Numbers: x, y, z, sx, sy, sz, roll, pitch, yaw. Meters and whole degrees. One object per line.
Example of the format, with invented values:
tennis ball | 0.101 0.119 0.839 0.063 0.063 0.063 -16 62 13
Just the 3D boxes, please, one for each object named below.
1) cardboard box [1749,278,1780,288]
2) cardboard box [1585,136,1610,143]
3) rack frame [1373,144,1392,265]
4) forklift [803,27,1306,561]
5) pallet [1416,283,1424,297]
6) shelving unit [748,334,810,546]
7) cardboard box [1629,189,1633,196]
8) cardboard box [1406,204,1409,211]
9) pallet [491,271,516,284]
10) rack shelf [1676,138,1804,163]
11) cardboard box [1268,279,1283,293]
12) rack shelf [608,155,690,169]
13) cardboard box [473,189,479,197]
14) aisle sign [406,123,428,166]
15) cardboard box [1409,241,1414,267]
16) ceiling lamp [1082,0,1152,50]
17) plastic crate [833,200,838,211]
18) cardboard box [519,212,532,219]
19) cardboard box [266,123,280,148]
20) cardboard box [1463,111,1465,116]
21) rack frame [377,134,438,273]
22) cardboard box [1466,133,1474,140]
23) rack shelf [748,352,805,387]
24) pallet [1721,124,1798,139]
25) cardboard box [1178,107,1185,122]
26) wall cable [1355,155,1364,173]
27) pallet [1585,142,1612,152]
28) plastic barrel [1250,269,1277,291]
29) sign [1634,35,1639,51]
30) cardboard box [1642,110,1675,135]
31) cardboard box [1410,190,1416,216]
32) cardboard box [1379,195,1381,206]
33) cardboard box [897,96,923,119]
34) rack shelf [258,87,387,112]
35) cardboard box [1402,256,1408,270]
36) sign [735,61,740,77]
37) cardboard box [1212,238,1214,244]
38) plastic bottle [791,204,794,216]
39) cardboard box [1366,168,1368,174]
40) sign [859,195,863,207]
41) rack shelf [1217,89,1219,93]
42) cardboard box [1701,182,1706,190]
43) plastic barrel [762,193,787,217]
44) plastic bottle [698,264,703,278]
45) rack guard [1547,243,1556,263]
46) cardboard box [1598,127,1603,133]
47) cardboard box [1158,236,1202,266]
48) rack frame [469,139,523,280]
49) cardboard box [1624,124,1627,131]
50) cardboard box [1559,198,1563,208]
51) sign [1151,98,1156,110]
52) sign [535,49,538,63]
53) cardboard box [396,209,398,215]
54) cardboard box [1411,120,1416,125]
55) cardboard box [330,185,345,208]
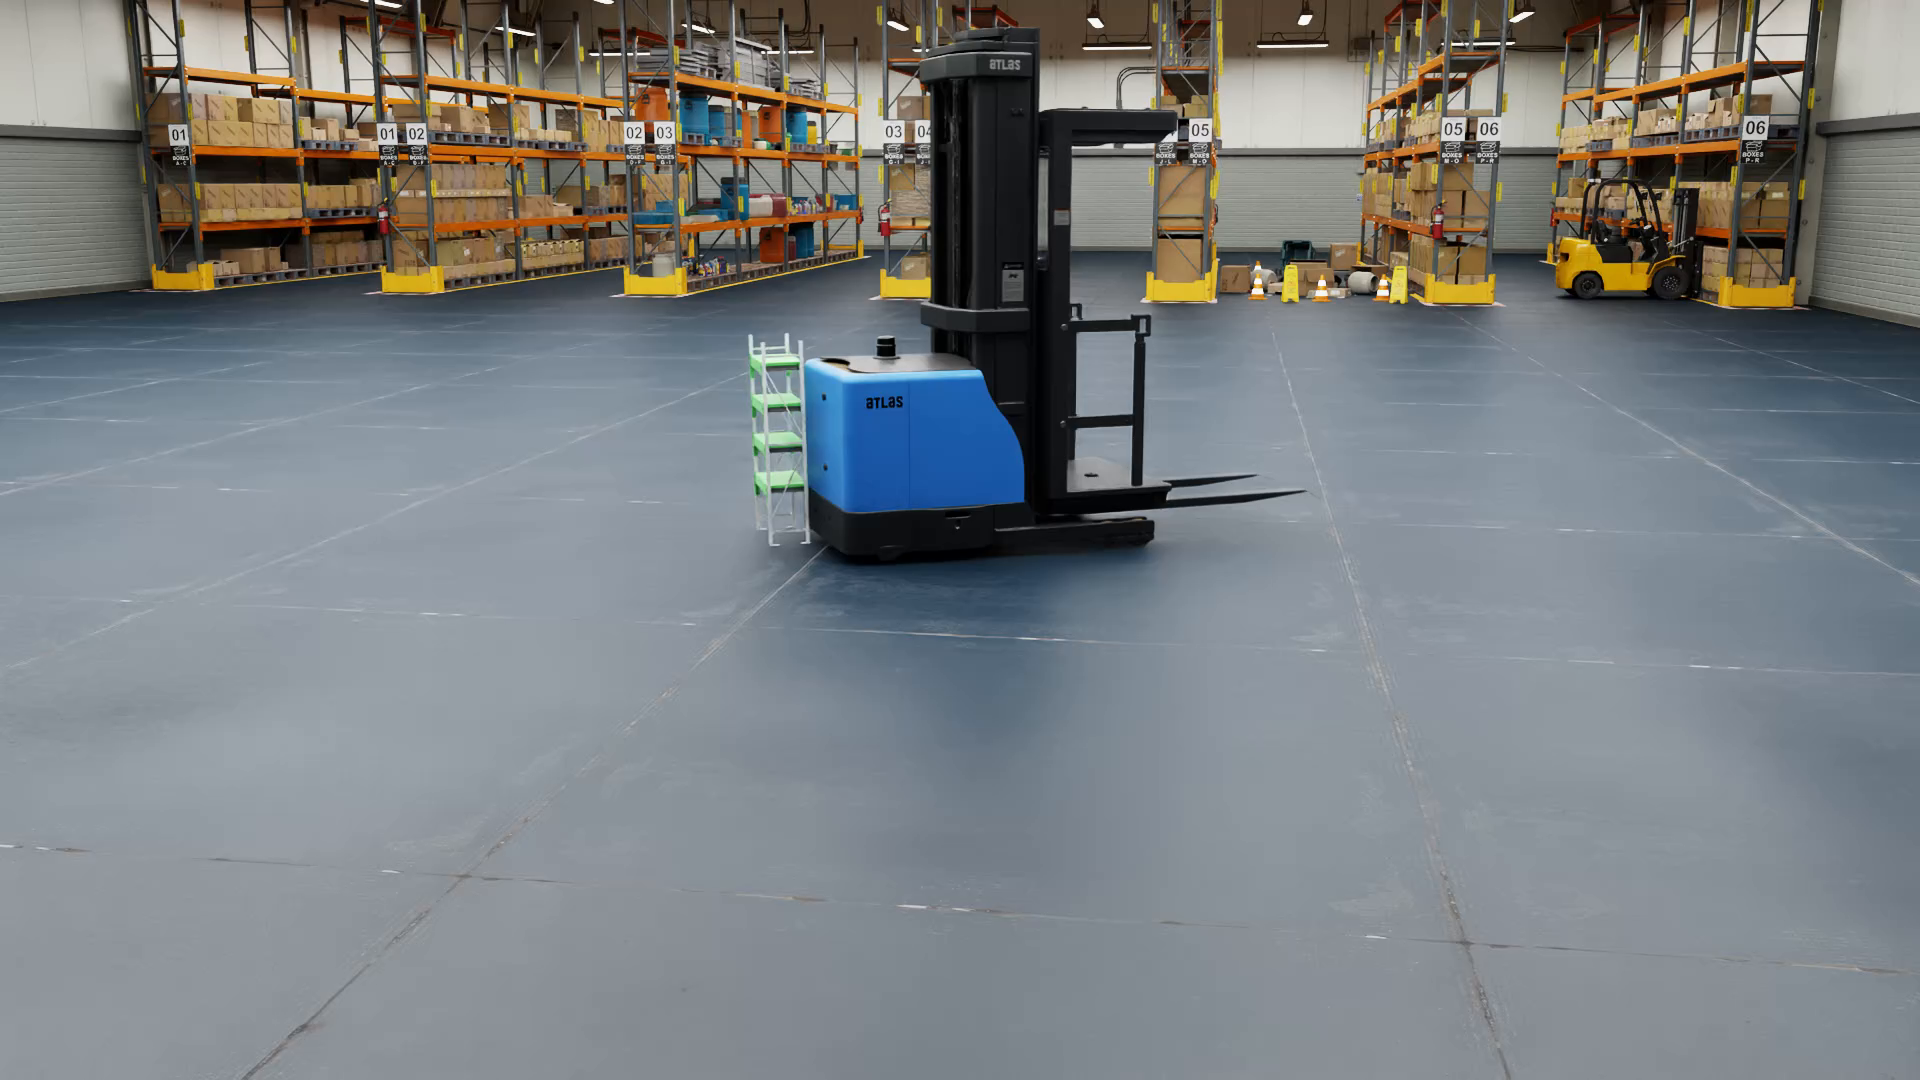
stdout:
cardboard box | 14.060 -4.486 29.221 0.500 0.250 0.500 2 12 9
cardboard box | 15.463 -9.674 40.293 0.500 0.250 0.500 2 12 9
rack frame | 10.731 -8.187 40.864 1.000 3.000 0.127 2 12 9
forklift | 0.624 -1.482 9.911 3.031 2.935 1.130 -4 13 -19
pallet | 9.247 -4.763 31.594 1.003 0.211 1.213 2 12 9
shelving unit | -1.083 -0.607 9.953 0.258 1.200 0.503 -4 13 -15
cardboard box | 14.681 -7.504 35.915 0.380 0.149 0.250 2 12 10
cardboard box | 9.370 -6.830 34.164 0.380 0.149 0.250 2 12 8
pallet | -10.243 -5.638 35.651 1.003 0.211 1.213 2 12 9
rack shelf | 14.099 -7.060 30.222 1.077 0.370 4.000 2 12 9
cardboard box | 6.150 -4.907 32.134 0.396 0.266 0.258 4 13 18
rack shelf | -8.541 -10.361 45.538 1.077 0.370 4.000 2 12 9
cardboard box | -10.144 -7.148 34.262 0.380 0.149 0.250 2 12 11
aisle sign | -10.402 -7.579 31.872 0.394 0.787 0.004 2 12 9
cardboard box | 9.143 -5.636 32.774 0.500 0.500 0.500 2 12 11
ceiling lamp | 4.473 -15.604 47.182 2.000 3.185 0.800 2 12 9
plastic crate | -3.538 -8.952 44.552 0.437 0.282 0.530 2 12 9
cardboard box | -9.741 -7.220 36.971 0.380 0.149 0.250 2 12 9
cardboard box | -14.898 -8.632 35.520 0.500 0.500 0.500 1 12 4
cardboard box | 9.320 -7.698 30.175 0.380 0.149 0.250 2 12 8
rack frame | -10.694 -6.332 32.256 1.000 3.000 0.127 2 12 9
cardboard box | 9.210 -7.149 29.522 0.380 0.149 0.250 1 12 7
rack shelf | -1.090 -1.014 9.864 0.258 0.148 0.480 -4 13 -15
pallet | 13.925 -7.099 28.902 1.003 0.211 1.213 2 12 9
cardboard box | 3.934 -7.941 31.016 0.500 0.250 0.500 2 12 8
wall cable | 12.191 -10.707 50.067 0.585 1.953 0.123 2 12 9
pallet | 15.467 -9.268 39.206 1.213 0.211 1.003 2 12 9
plastic barrel | 5.936 -5.116 32.728 0.421 0.421 0.512 -10 16 -40
sign | 14.484 -10.638 35.591 0.100 0.325 0.005 2 12 9
cardboard box | 14.690 -8.713 34.711 0.700 0.500 0.500 2 12 8
cardboard box | 9.158 -6.634 32.712 0.500 0.500 0.500 2 12 8
cardboard box | 10.229 -8.062 39.453 0.500 0.250 0.500 2 12 9
cardboard box | -0.918 -8.246 31.887 0.500 0.500 0.500 2 12 9
rack shelf | -14.667 -10.126 38.278 1.077 0.370 4.000 2 12 9
cardboard box | 9.686 -5.702 34.571 0.950 0.372 0.625 3 12 12
sign | -4.643 -9.814 34.668 0.100 0.325 0.005 2 12 9
cardboard box | 6.510 -7.925 44.006 0.380 0.149 0.250 2 12 11
plastic bottle | -4.047 -7.982 40.186 0.061 0.283 0.133 2 12 9
cardboard box | 10.895 -9.703 43.744 0.380 0.149 0.250 2 12 10
sign | -2.794 -9.567 46.878 0.100 0.325 0.005 2 12 9
rack shelf | 6.132 -11.322 42.886 1.077 0.370 4.000 2 12 9
cardboard box | 13.944 -6.546 30.764 0.380 0.149 0.250 2 12 8
plastic barrel | -4.342 -7.796 38.727 0.600 0.536 0.708 2 12 9
plastic bottle | -5.214 -5.420 33.453 0.097 0.271 0.097 0 12 0
rack guard | 16.240 -7.622 44.175 1.175 0.500 0.348 2 12 9
cardboard box | 15.092 -9.559 38.763 0.380 0.149 0.250 2 12 8
cardboard box | 4.151 -5.322 31.614 0.875 0.875 0.875 2 12 8
rack frame | -10.079 -7.165 36.119 1.000 3.000 0.127 2 12 9
cardboard box | 14.918 -9.117 36.763 0.380 0.149 0.250 1 12 7
cardboard box | 15.838 -8.741 43.085 0.500 0.250 0.500 2 12 9
sign | 3.445 -7.710 29.613 0.100 0.325 0.005 2 12 9
sign | -10.001 -11.441 39.316 0.100 0.325 0.005 2 12 9
cardboard box | -14.080 -8.105 41.032 0.380 0.149 0.250 2 12 8
cardboard box | 9.599 -8.703 34.307 0.500 0.250 0.500 2 12 10
cardboard box | -14.699 -7.948 38.470 0.700 0.500 0.500 4 13 16
